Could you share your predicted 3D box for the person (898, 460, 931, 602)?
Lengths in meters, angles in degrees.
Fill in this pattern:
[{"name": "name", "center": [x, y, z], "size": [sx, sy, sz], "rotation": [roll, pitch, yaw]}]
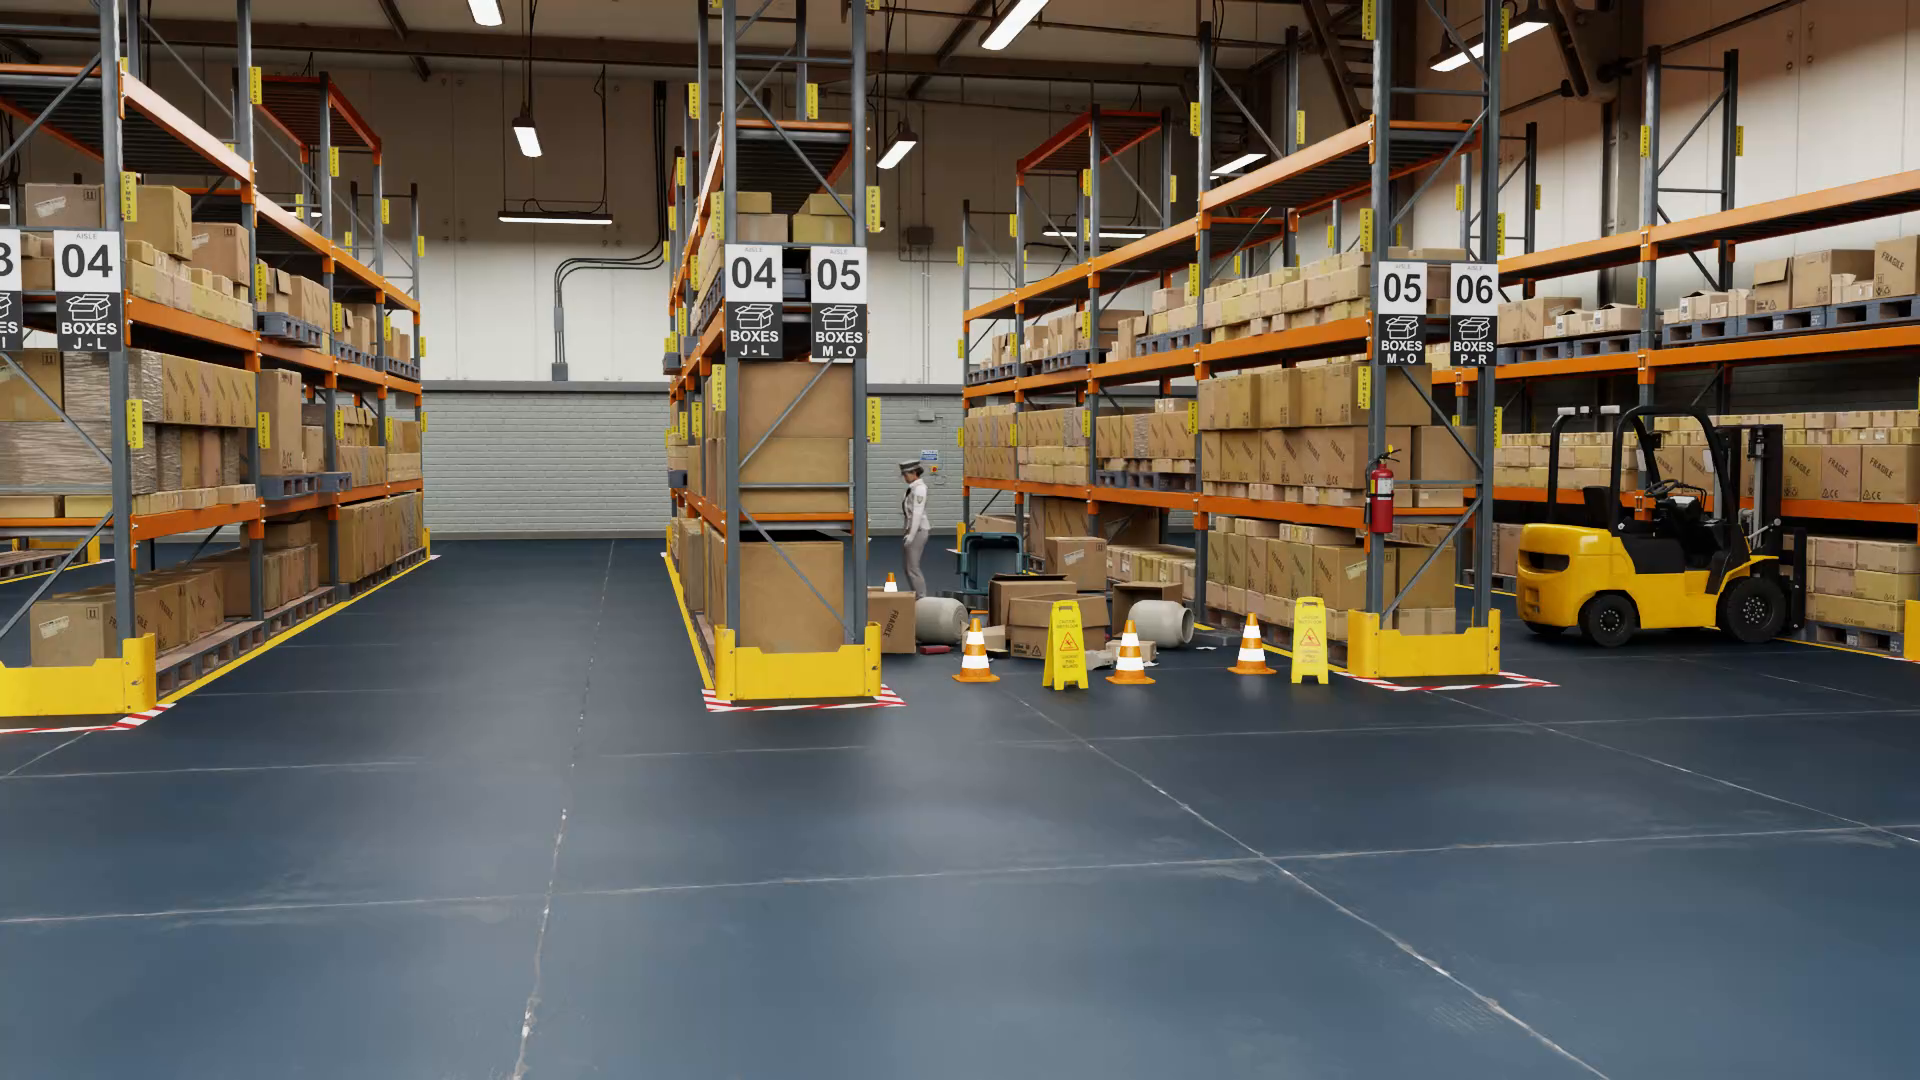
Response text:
[{"name": "person", "center": [-0.501, -0.051, 18.263], "size": [0.352, 1.660, 0.479], "rotation": [-1, 3, -10]}]
